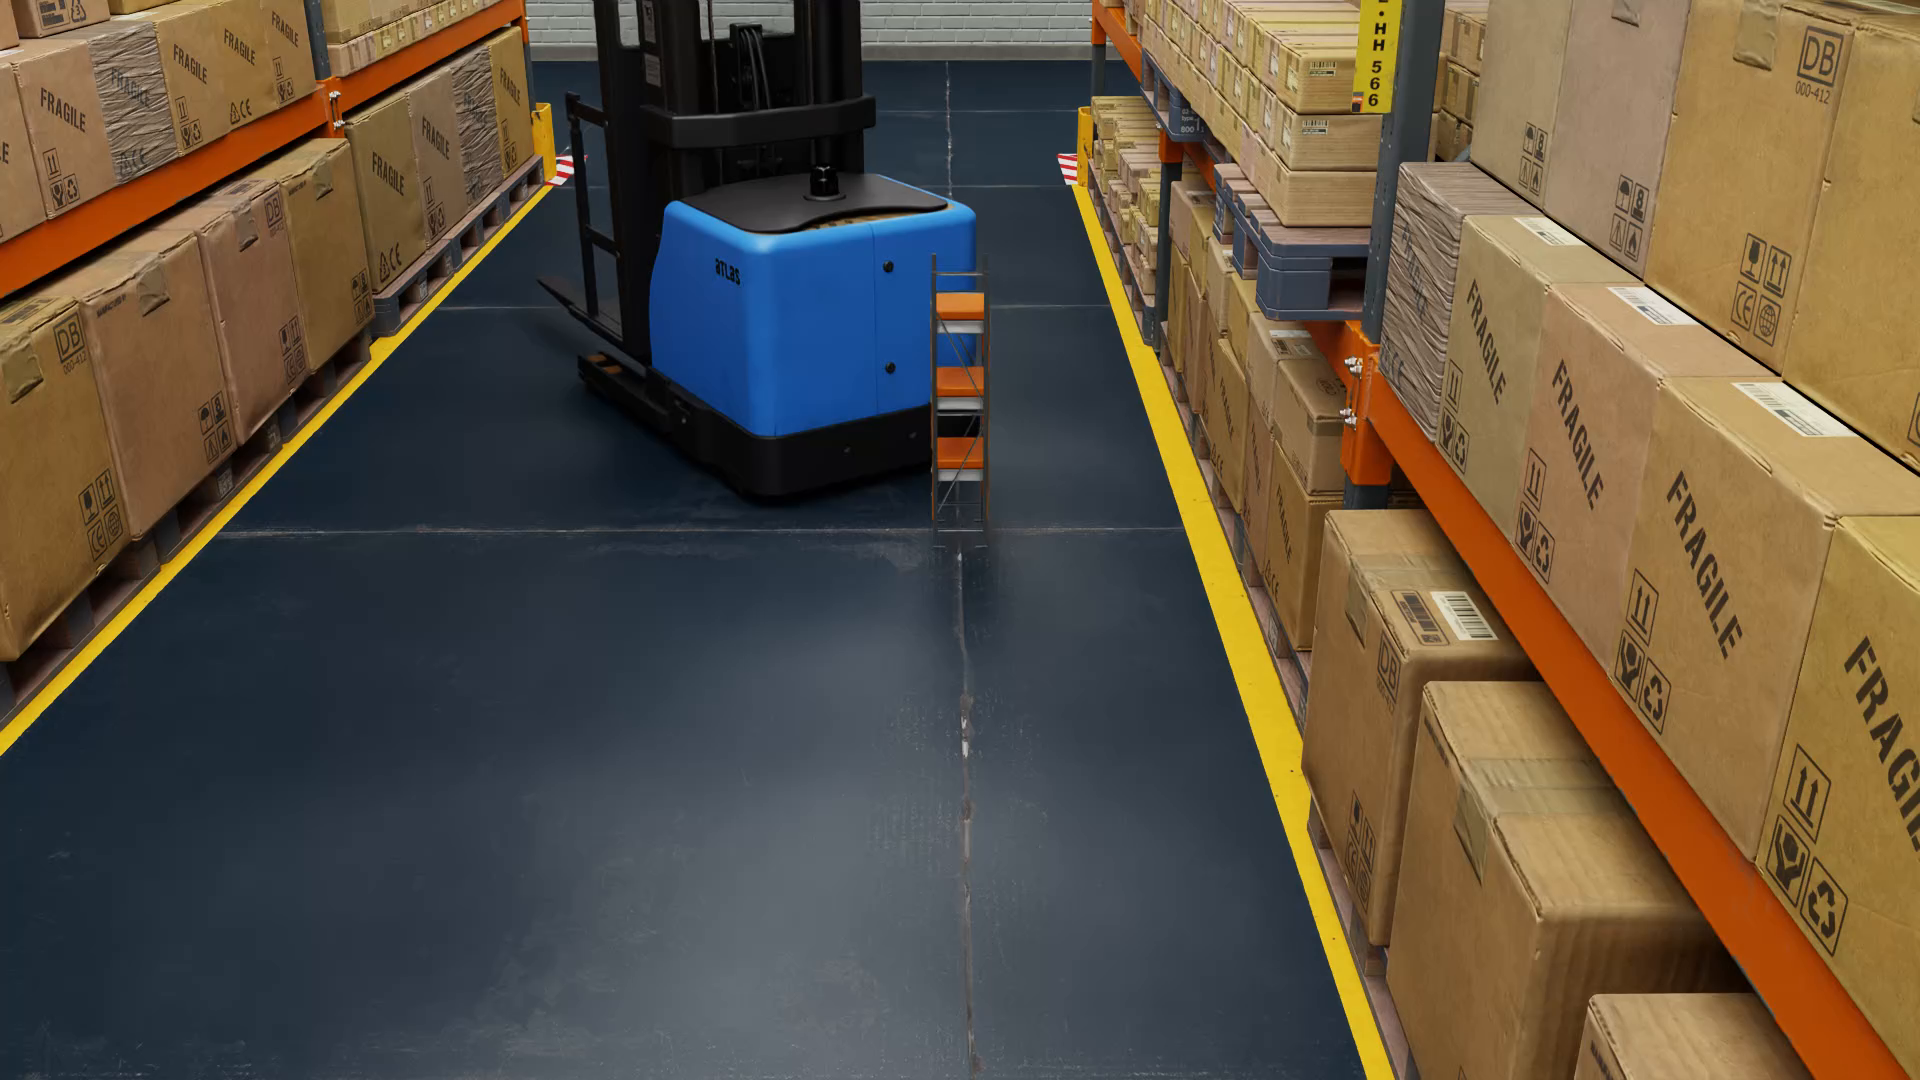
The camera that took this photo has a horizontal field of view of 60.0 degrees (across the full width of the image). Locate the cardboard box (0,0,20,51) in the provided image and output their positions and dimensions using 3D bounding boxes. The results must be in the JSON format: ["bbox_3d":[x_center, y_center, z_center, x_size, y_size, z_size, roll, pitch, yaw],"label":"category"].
[{"bbox_3d":[-3.441,-1.764,5.171,0.797,0.503,0.637,0,24,1],"label":"cardboard box"}]

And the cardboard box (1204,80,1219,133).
[{"bbox_3d":[1.042,-1.479,5.674,0.380,0.149,0.250,0,24,1],"label":"cardboard box"}]

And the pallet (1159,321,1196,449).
[{"bbox_3d":[1.482,-0.729,7.605,1.003,0.211,1.213,0,24,-1],"label":"pallet"}]

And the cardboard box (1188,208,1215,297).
[{"bbox_3d":[1.224,-1.189,6.853,0.500,0.250,0.500,0,24,1],"label":"cardboard box"}]

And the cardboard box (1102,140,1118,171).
[{"bbox_3d":[1.109,-2.460,10.637,0.380,0.149,0.250,0,24,1],"label":"cardboard box"}]

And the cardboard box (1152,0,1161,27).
[{"bbox_3d":[1.021,-2.261,7.044,0.380,0.149,0.250,-1,24,-2],"label":"cardboard box"}]

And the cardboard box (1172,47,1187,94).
[{"bbox_3d":[1.029,-1.807,6.401,0.380,0.149,0.250,-1,24,-3],"label":"cardboard box"}]

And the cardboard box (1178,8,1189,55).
[{"bbox_3d":[1.033,-1.937,6.327,0.380,0.149,0.250,1,24,2],"label":"cardboard box"}]

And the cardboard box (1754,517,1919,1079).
[{"bbox_3d":[1.275,0.300,1.824,0.500,0.500,0.500,0,24,0],"label":"cardboard box"}]

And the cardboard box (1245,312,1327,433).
[{"bbox_3d":[1.230,-0.555,5.450,0.500,0.250,0.500,0,24,0],"label":"cardboard box"}]

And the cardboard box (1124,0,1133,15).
[{"bbox_3d":[1.176,-3.118,9.022,0.500,0.500,0.500,0,24,-1],"label":"cardboard box"}]

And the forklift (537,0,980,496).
[{"bbox_3d":[-1.134,-2.067,7.263,1.130,2.935,3.031,-15,28,-29],"label":"forklift"}]

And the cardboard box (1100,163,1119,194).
[{"bbox_3d":[1.101,-2.328,10.707,0.380,0.149,0.250,0,24,0],"label":"cardboard box"}]

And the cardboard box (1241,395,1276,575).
[{"bbox_3d":[1.245,-0.208,5.594,0.500,0.500,0.500,1,24,2],"label":"cardboard box"}]

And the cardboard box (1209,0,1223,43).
[{"bbox_3d":[1.040,-1.753,5.558,0.380,0.149,0.250,1,24,2],"label":"cardboard box"}]

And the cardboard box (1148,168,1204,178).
[{"bbox_3d":[1.231,-1.944,9.136,0.380,0.149,0.250,1,24,1],"label":"cardboard box"}]

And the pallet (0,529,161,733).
[{"bbox_3d":[-3.378,0.254,5.432,1.003,0.211,1.213,0,24,-1],"label":"pallet"}]

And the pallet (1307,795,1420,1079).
[{"bbox_3d":[1.449,0.924,3.951,1.003,0.211,1.213,0,24,-1],"label":"pallet"}]

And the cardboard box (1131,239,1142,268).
[{"bbox_3d":[1.140,-1.589,9.073,0.380,0.149,0.250,-1,24,-2],"label":"cardboard box"}]

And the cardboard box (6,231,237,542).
[{"bbox_3d":[-3.434,-0.566,5.931,1.225,0.875,0.875,0,24,0],"label":"cardboard box"}]

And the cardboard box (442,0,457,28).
[{"bbox_3d":[-3.183,-3.098,9.765,0.380,0.149,0.250,0,24,0],"label":"cardboard box"}]

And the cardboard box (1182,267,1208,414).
[{"bbox_3d":[1.222,-0.849,7.011,0.500,0.500,0.500,1,24,2],"label":"cardboard box"}]

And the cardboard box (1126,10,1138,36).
[{"bbox_3d":[1.146,-2.966,9.473,0.380,0.149,0.250,0,24,0],"label":"cardboard box"}]

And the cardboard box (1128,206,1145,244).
[{"bbox_3d":[1.115,-1.698,8.954,0.380,0.149,0.250,-1,24,-2],"label":"cardboard box"}]

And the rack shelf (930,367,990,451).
[{"bbox_3d":[-0.001,-0.491,6.087,0.215,0.259,0.240,0,24,-1],"label":"rack shelf"}]

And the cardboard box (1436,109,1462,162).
[{"bbox_3d":[1.702,-1.267,5.207,0.380,0.149,0.250,1,24,2],"label":"cardboard box"}]

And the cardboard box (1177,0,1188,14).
[{"bbox_3d":[1.029,-2.075,6.271,0.380,0.149,0.250,0,24,-1],"label":"cardboard box"}]

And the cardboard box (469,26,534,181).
[{"bbox_3d":[-3.445,-2.948,11.196,0.875,0.875,0.875,0,24,-1],"label":"cardboard box"}]

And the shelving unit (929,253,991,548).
[{"bbox_3d":[-0.001,-0.500,6.082,0.215,1.050,0.252,0,24,-1],"label":"shelving unit"}]

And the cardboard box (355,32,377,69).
[{"bbox_3d":[-3.162,-2.457,8.347,0.380,0.149,0.250,-1,24,-2],"label":"cardboard box"}]

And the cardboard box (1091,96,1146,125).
[{"bbox_3d":[1.094,-2.914,11.282,0.380,0.149,0.250,-1,24,-3],"label":"cardboard box"}]

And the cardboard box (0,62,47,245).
[{"bbox_3d":[-3.186,-1.151,5.033,0.500,0.500,0.500,-1,24,-2],"label":"cardboard box"}]

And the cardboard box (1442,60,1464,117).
[{"bbox_3d":[1.697,-1.410,5.162,0.380,0.149,0.250,0,24,0],"label":"cardboard box"}]

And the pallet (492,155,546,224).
[{"bbox_3d":[-3.446,-2.388,11.274,1.003,0.211,1.213,0,24,-1],"label":"pallet"}]

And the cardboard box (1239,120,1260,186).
[{"bbox_3d":[1.046,-1.158,4.966,0.380,0.149,0.250,0,24,0],"label":"cardboard box"}]

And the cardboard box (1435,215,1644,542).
[{"bbox_3d":[1.259,-0.322,3.200,0.500,0.500,0.500,0,24,-1],"label":"cardboard box"}]

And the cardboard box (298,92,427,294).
[{"bbox_3d":[-3.416,-1.835,8.736,0.875,0.875,0.875,0,24,-1],"label":"cardboard box"}]

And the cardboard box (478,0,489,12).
[{"bbox_3d":[-3.191,-3.414,10.464,0.380,0.149,0.250,0,24,0],"label":"cardboard box"}]

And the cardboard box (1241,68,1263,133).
[{"bbox_3d":[1.045,-1.304,4.928,0.380,0.149,0.250,0,24,1],"label":"cardboard box"}]

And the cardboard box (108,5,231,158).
[{"bbox_3d":[-3.199,-1.774,6.412,0.500,0.500,0.500,-1,24,-1],"label":"cardboard box"}]

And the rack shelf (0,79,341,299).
[{"bbox_3d":[-3.467,-1.188,6.109,1.077,0.370,4.000,0,24,-1],"label":"rack shelf"}]

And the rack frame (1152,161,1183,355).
[{"bbox_3d":[1.472,-2.320,7.740,1.000,3.000,0.127,0,24,-1],"label":"rack frame"}]

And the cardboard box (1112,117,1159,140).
[{"bbox_3d":[1.178,-2.595,10.576,0.380,0.149,0.250,-1,24,-3],"label":"cardboard box"}]

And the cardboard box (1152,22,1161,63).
[{"bbox_3d":[1.025,-2.118,7.089,0.380,0.149,0.250,0,24,0],"label":"cardboard box"}]

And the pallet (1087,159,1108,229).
[{"bbox_3d":[1.403,-2.332,11.149,1.003,0.211,1.213,0,24,-1],"label":"pallet"}]

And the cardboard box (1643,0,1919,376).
[{"bbox_3d":[1.525,-0.568,2.532,0.700,0.500,0.500,-1,24,-1],"label":"cardboard box"}]

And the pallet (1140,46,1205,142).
[{"bbox_3d":[1.335,-1.917,7.082,1.003,0.211,1.213,0,24,-1],"label":"pallet"}]

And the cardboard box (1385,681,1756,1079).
[{"bbox_3d":[1.445,0.773,3.121,1.050,0.750,0.750,0,24,0],"label":"cardboard box"}]

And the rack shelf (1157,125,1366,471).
[{"bbox_3d":[1.494,-1.168,6.066,1.077,0.370,4.000,0,24,-1],"label":"rack shelf"}]

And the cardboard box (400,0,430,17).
[{"bbox_3d":[-3.244,-3.020,9.108,0.500,0.250,0.500,0,24,1],"label":"cardboard box"}]

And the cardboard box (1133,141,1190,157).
[{"bbox_3d":[1.227,-2.269,9.855,0.380,0.149,0.250,0,24,0],"label":"cardboard box"}]

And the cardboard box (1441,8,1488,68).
[{"bbox_3d":[1.698,-1.532,5.071,0.380,0.149,0.250,-1,24,-3],"label":"cardboard box"}]

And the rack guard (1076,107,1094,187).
[{"bbox_3d":[1.429,-2.798,11.830,1.175,0.500,0.348,0,24,-1],"label":"rack guard"}]

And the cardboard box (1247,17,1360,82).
[{"bbox_3d":[1.048,-1.431,4.848,0.380,0.149,0.250,0,24,1],"label":"cardboard box"}]

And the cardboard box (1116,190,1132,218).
[{"bbox_3d":[1.144,-2.006,9.996,0.380,0.149,0.250,0,24,-1],"label":"cardboard box"}]

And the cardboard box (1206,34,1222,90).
[{"bbox_3d":[1.039,-1.617,5.620,0.380,0.149,0.250,0,24,1],"label":"cardboard box"}]

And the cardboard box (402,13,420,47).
[{"bbox_3d":[-3.173,-2.779,9.059,0.380,0.149,0.250,-1,24,-1],"label":"cardboard box"}]

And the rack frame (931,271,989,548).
[{"bbox_3d":[0.001,-0.450,5.971,0.200,1.050,0.008,0,24,-1],"label":"rack frame"}]
